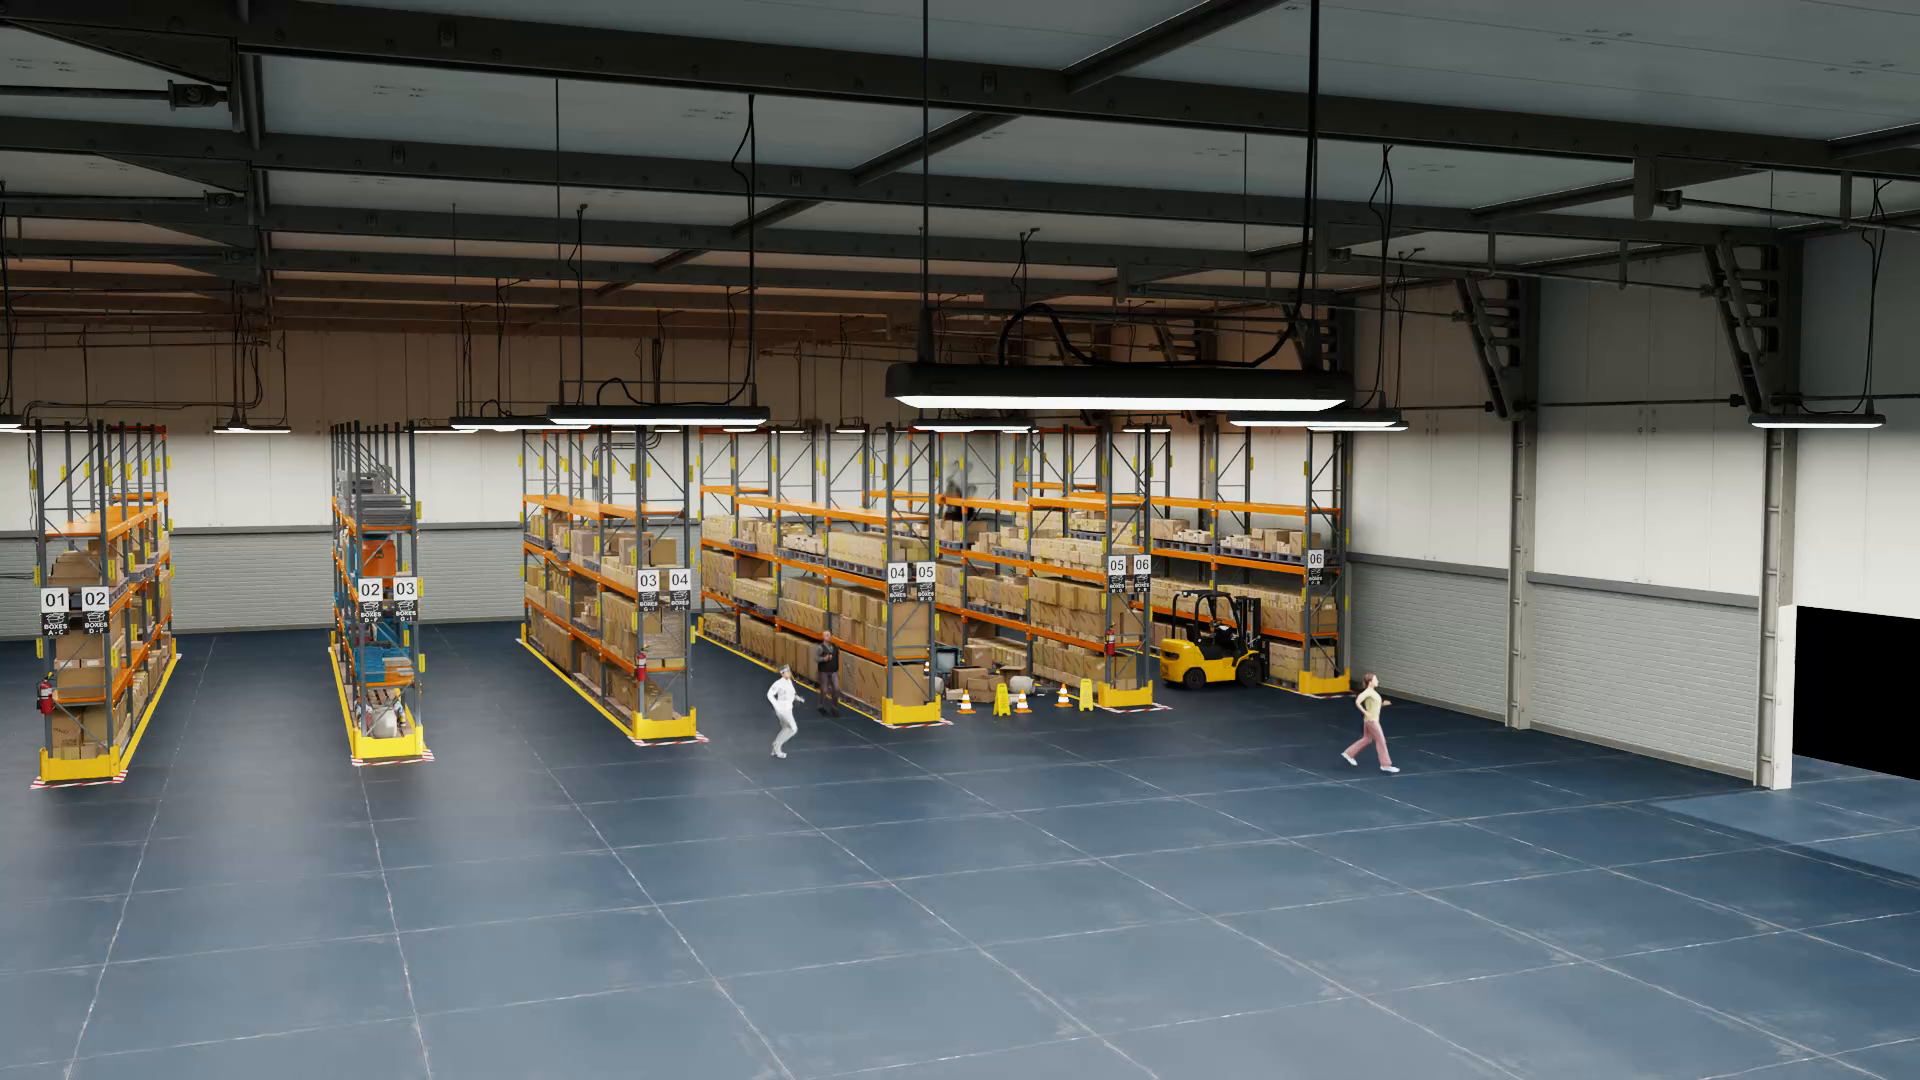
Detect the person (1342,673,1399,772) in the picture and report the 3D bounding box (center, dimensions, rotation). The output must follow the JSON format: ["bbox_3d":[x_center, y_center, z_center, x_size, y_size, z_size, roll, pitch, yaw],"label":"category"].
[{"bbox_3d":[7.003,3.090,28.336,0.969,1.655,0.574,1,4,18],"label":"person"}]

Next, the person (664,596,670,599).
[{"bbox_3d":[-8.480,1.955,47.064,0.590,1.659,0.606,0,4,2],"label":"person"}]

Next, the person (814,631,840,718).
[{"bbox_3d":[-2.688,2.744,33.949,0.639,1.780,0.725,-2,4,-25],"label":"person"}]

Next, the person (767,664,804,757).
[{"bbox_3d":[-3.077,3.033,29.625,0.585,1.660,0.593,1,4,17],"label":"person"}]
